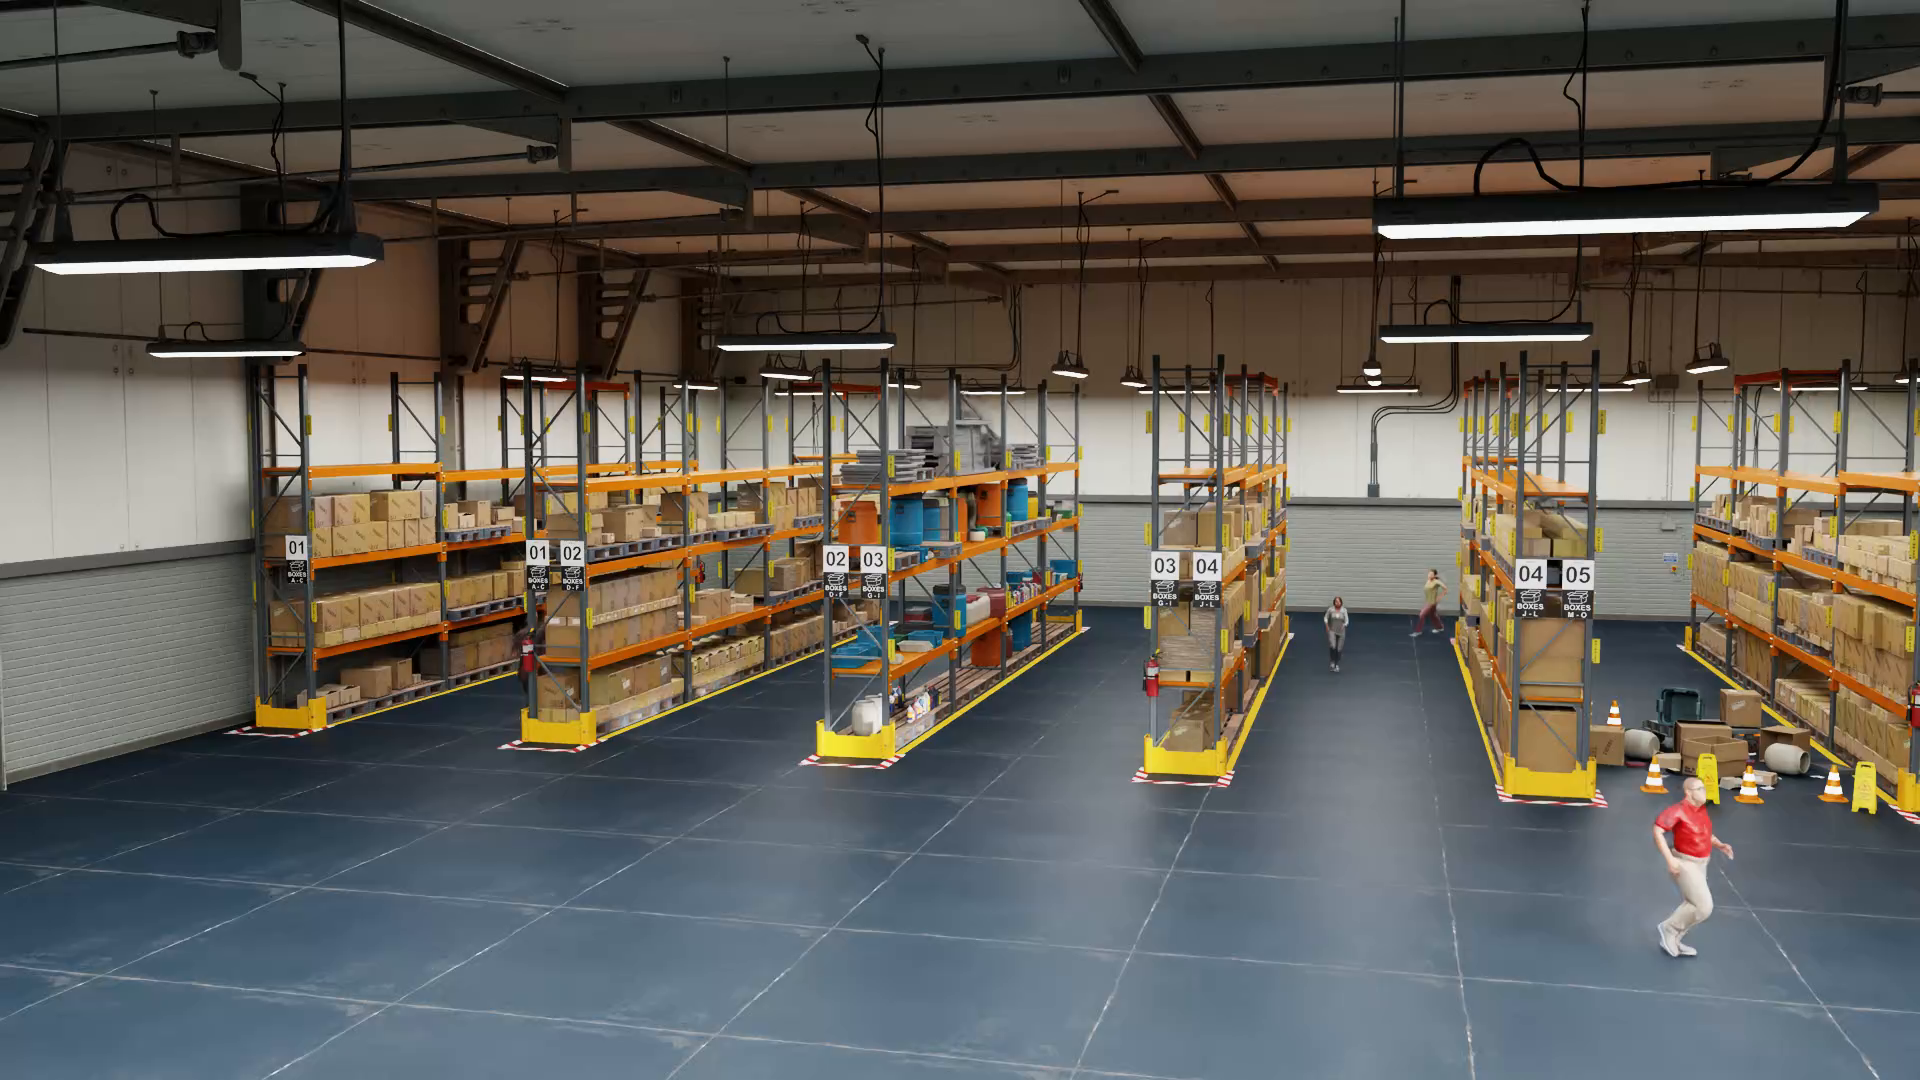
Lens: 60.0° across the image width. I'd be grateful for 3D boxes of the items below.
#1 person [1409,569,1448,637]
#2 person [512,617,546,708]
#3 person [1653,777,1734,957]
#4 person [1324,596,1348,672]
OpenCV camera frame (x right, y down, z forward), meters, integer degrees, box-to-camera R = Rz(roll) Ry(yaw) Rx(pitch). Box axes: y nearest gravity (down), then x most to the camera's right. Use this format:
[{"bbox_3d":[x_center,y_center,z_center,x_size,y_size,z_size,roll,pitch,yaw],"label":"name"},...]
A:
[{"bbox_3d":[11.133,1.489,39.252,0.916,1.646,0.696,-1,4,-14],"label":"person"},{"bbox_3d":[-7.325,2.274,28.458,0.710,1.559,1.005,1,4,8],"label":"person"},{"bbox_3d":[6.908,3.076,15.622,0.668,1.694,0.605,-4,5,-44],"label":"person"},{"bbox_3d":[7.613,1.896,33.622,0.460,1.545,0.715,0,4,6],"label":"person"}]
